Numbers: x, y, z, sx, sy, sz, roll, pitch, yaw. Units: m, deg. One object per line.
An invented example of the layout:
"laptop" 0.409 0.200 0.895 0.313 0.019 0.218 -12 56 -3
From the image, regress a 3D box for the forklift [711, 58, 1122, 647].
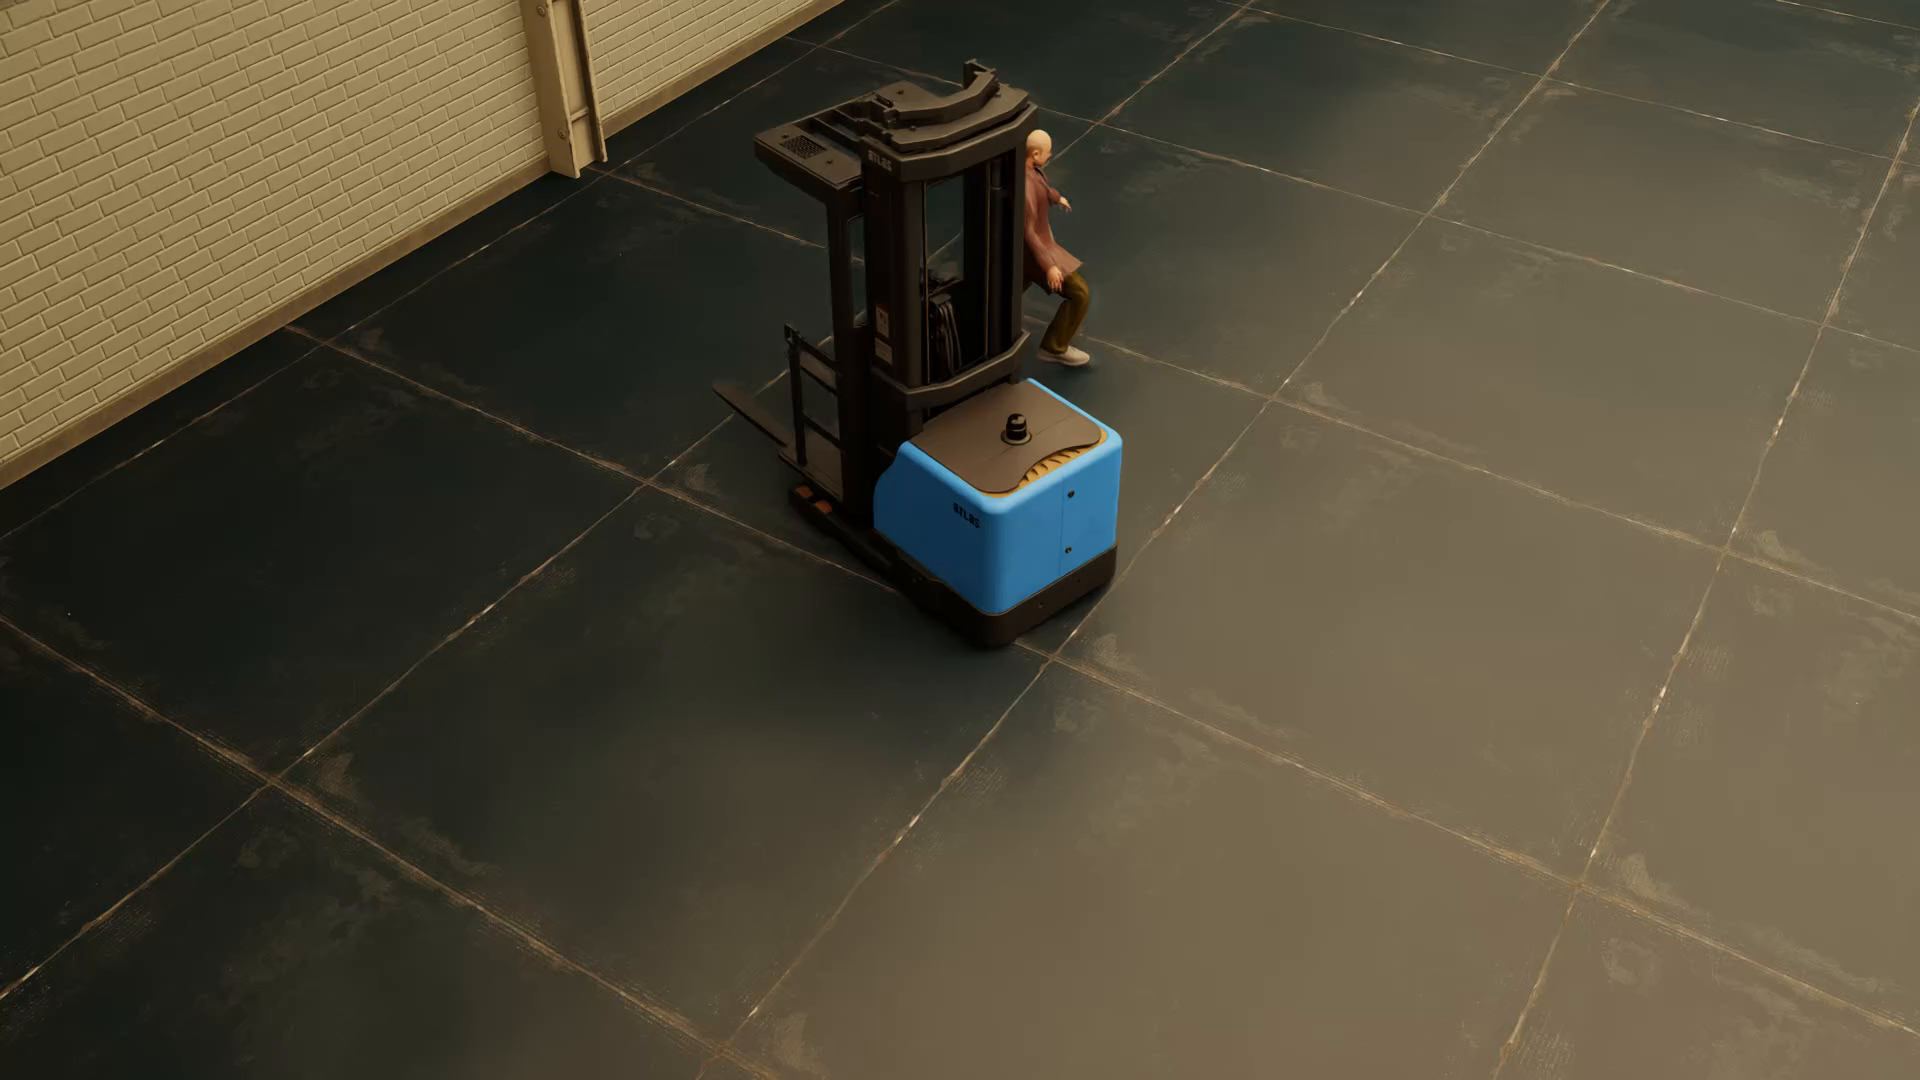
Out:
"forklift" -0.424 -1.392 9.609 1.130 2.935 3.031 -29 48 -30

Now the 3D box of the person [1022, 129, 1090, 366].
"person" 0.515 -1.989 11.495 0.751 1.470 1.003 -1 40 -2
